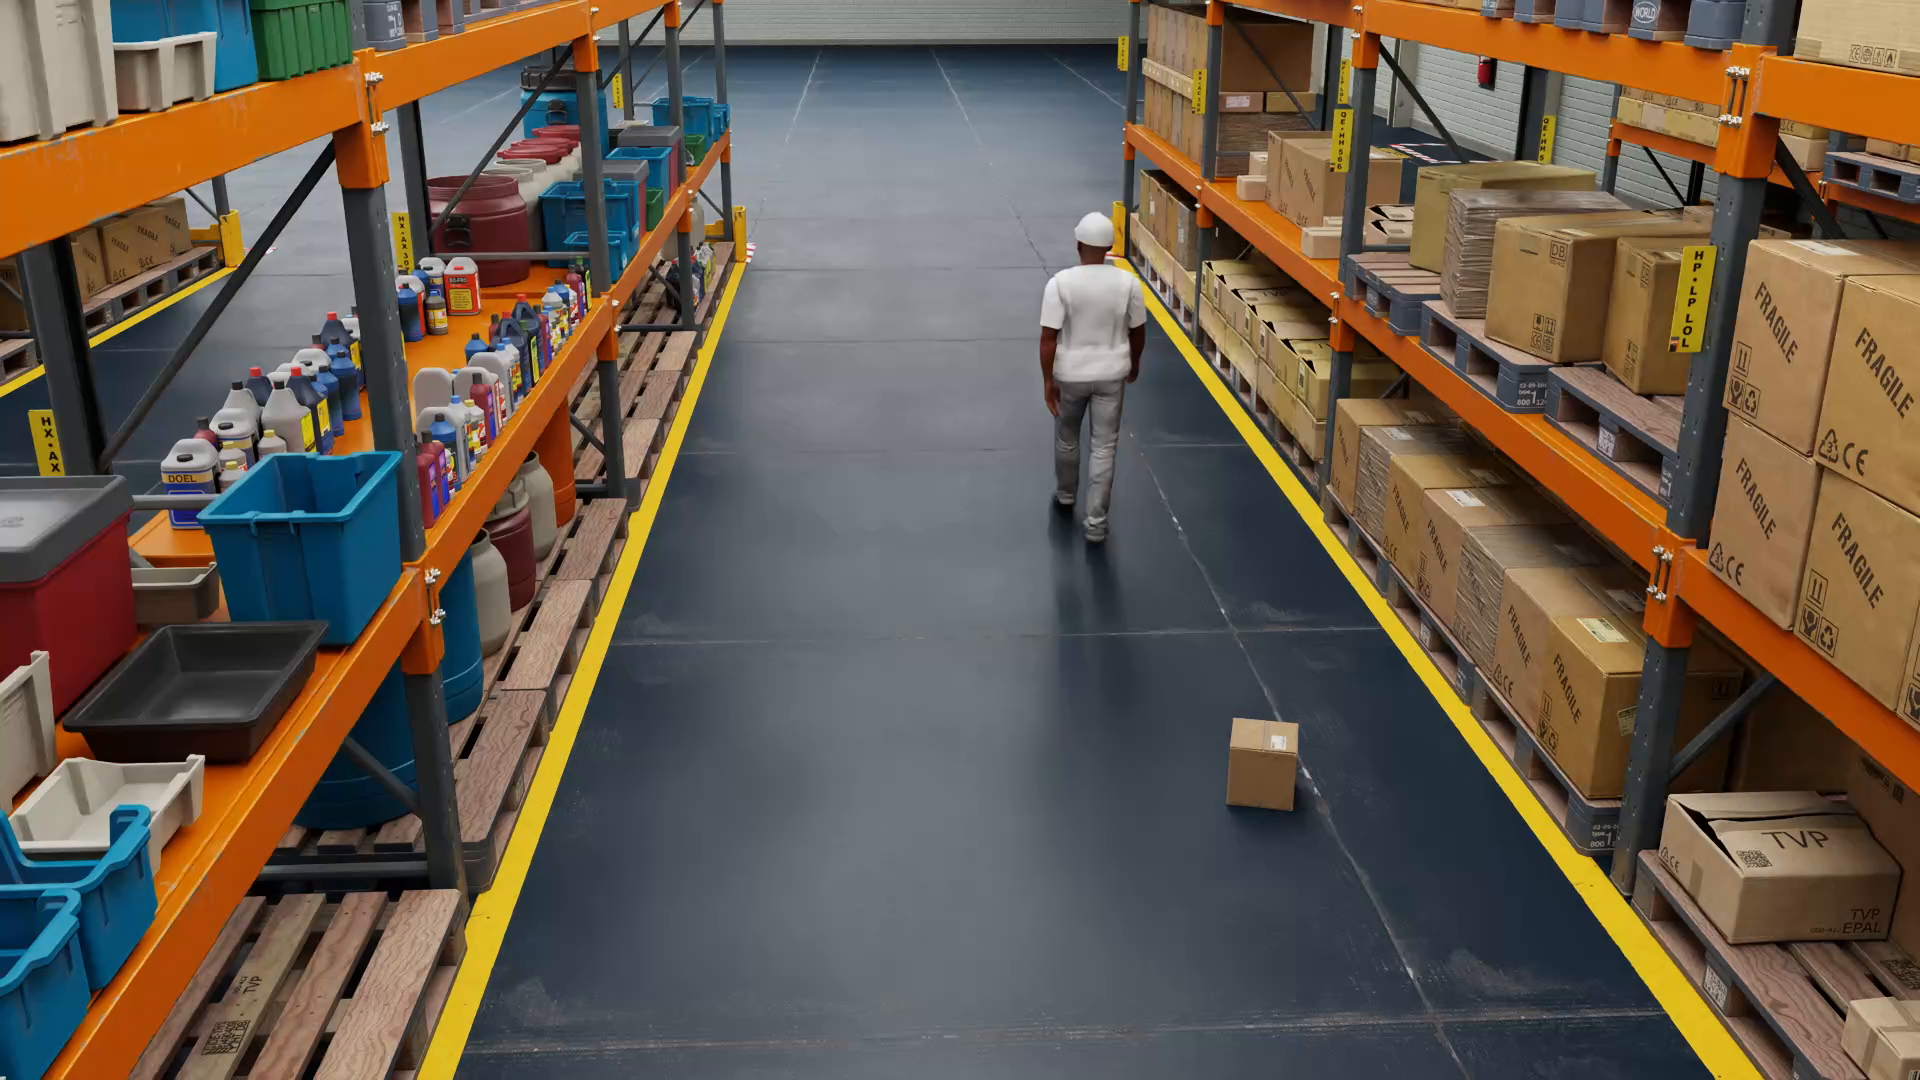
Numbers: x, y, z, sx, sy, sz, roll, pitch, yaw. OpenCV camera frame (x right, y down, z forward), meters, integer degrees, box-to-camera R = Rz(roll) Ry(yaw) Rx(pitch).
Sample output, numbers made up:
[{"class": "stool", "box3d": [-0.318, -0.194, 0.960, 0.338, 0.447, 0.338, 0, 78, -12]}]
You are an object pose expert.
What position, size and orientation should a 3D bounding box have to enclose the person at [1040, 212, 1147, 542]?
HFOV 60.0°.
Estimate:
[{"class": "person", "box3d": [0.720, -0.936, 9.037, 0.566, 1.715, 0.967, 2, 20, 4]}]
